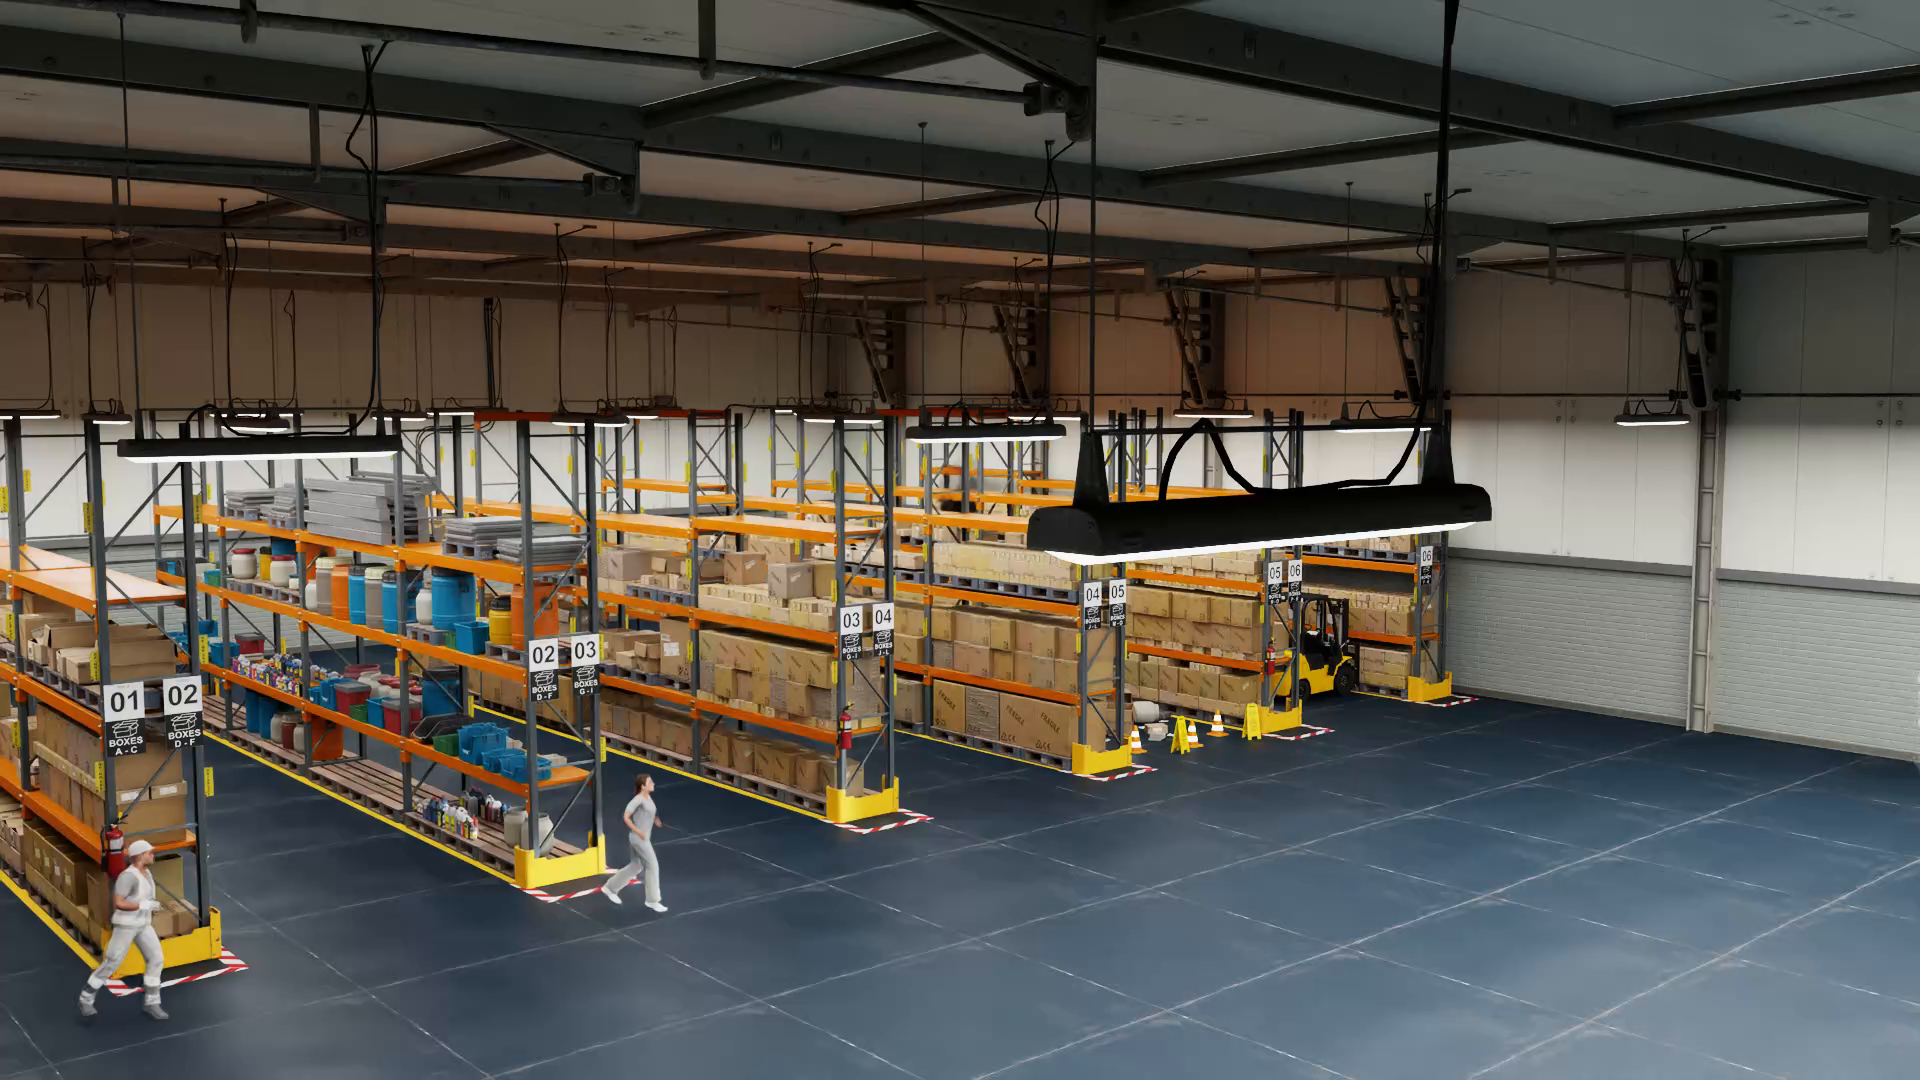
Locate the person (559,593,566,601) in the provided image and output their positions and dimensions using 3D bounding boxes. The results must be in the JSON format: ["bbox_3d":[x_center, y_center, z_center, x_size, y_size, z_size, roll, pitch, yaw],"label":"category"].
[{"bbox_3d":[-9.668,2.000,40.167,0.635,1.652,0.555,4,6,36],"label":"person"}]

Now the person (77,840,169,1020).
[{"bbox_3d":[-8.476,3.968,17.026,0.947,1.752,0.760,0,5,4],"label":"person"}]

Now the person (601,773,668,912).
[{"bbox_3d":[-3.998,3.705,20.460,0.835,1.705,0.575,0,5,-1],"label":"person"}]
